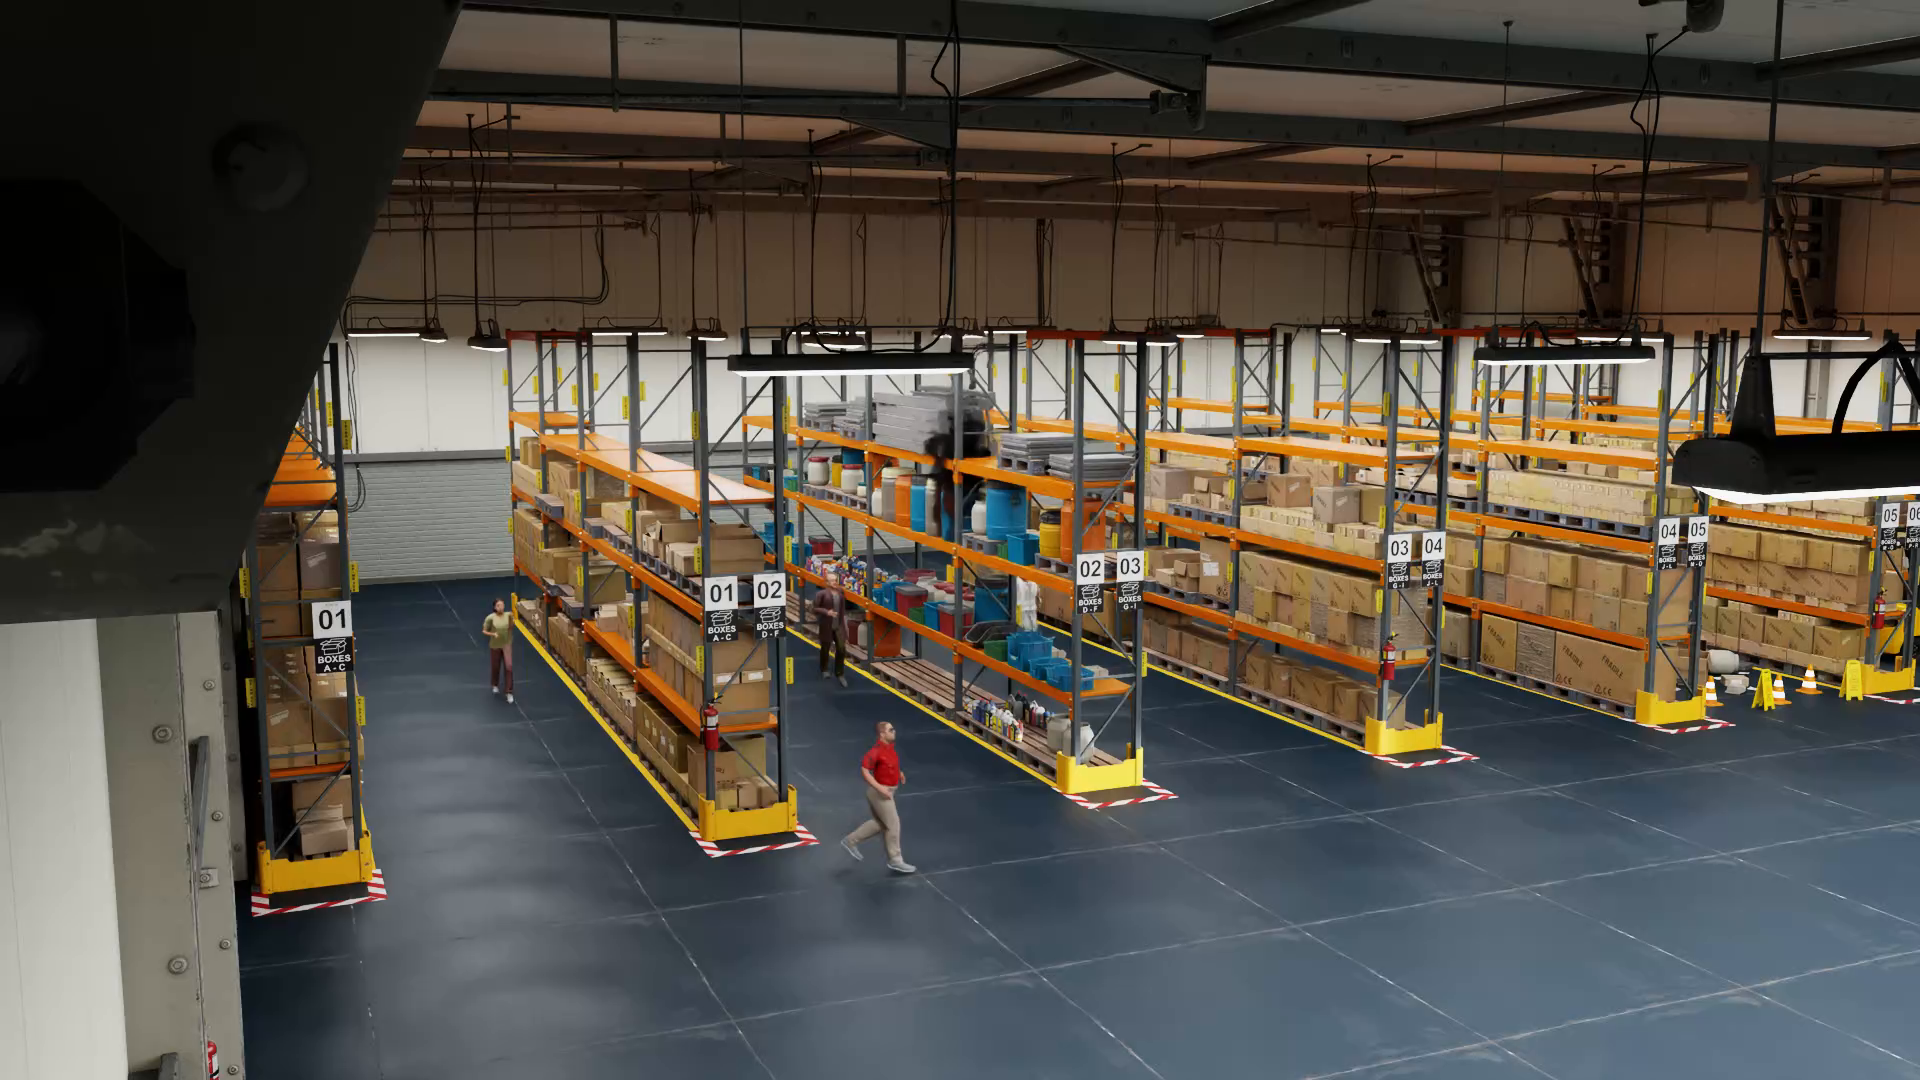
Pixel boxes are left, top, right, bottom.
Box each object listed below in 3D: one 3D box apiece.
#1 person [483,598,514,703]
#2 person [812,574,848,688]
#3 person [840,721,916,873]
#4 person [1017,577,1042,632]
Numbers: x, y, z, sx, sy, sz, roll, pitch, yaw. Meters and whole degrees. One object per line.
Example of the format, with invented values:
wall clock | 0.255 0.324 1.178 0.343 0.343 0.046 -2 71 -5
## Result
person | -7.593 1.778 27.398 0.529 1.696 0.887 -3 8 -23
person | -2.117 1.485 27.368 0.689 1.884 0.815 -4 9 -27
person | -0.934 2.902 18.942 0.892 1.732 0.657 1 8 7
person | 1.186 1.261 29.464 0.681 1.764 0.622 -5 9 -34
